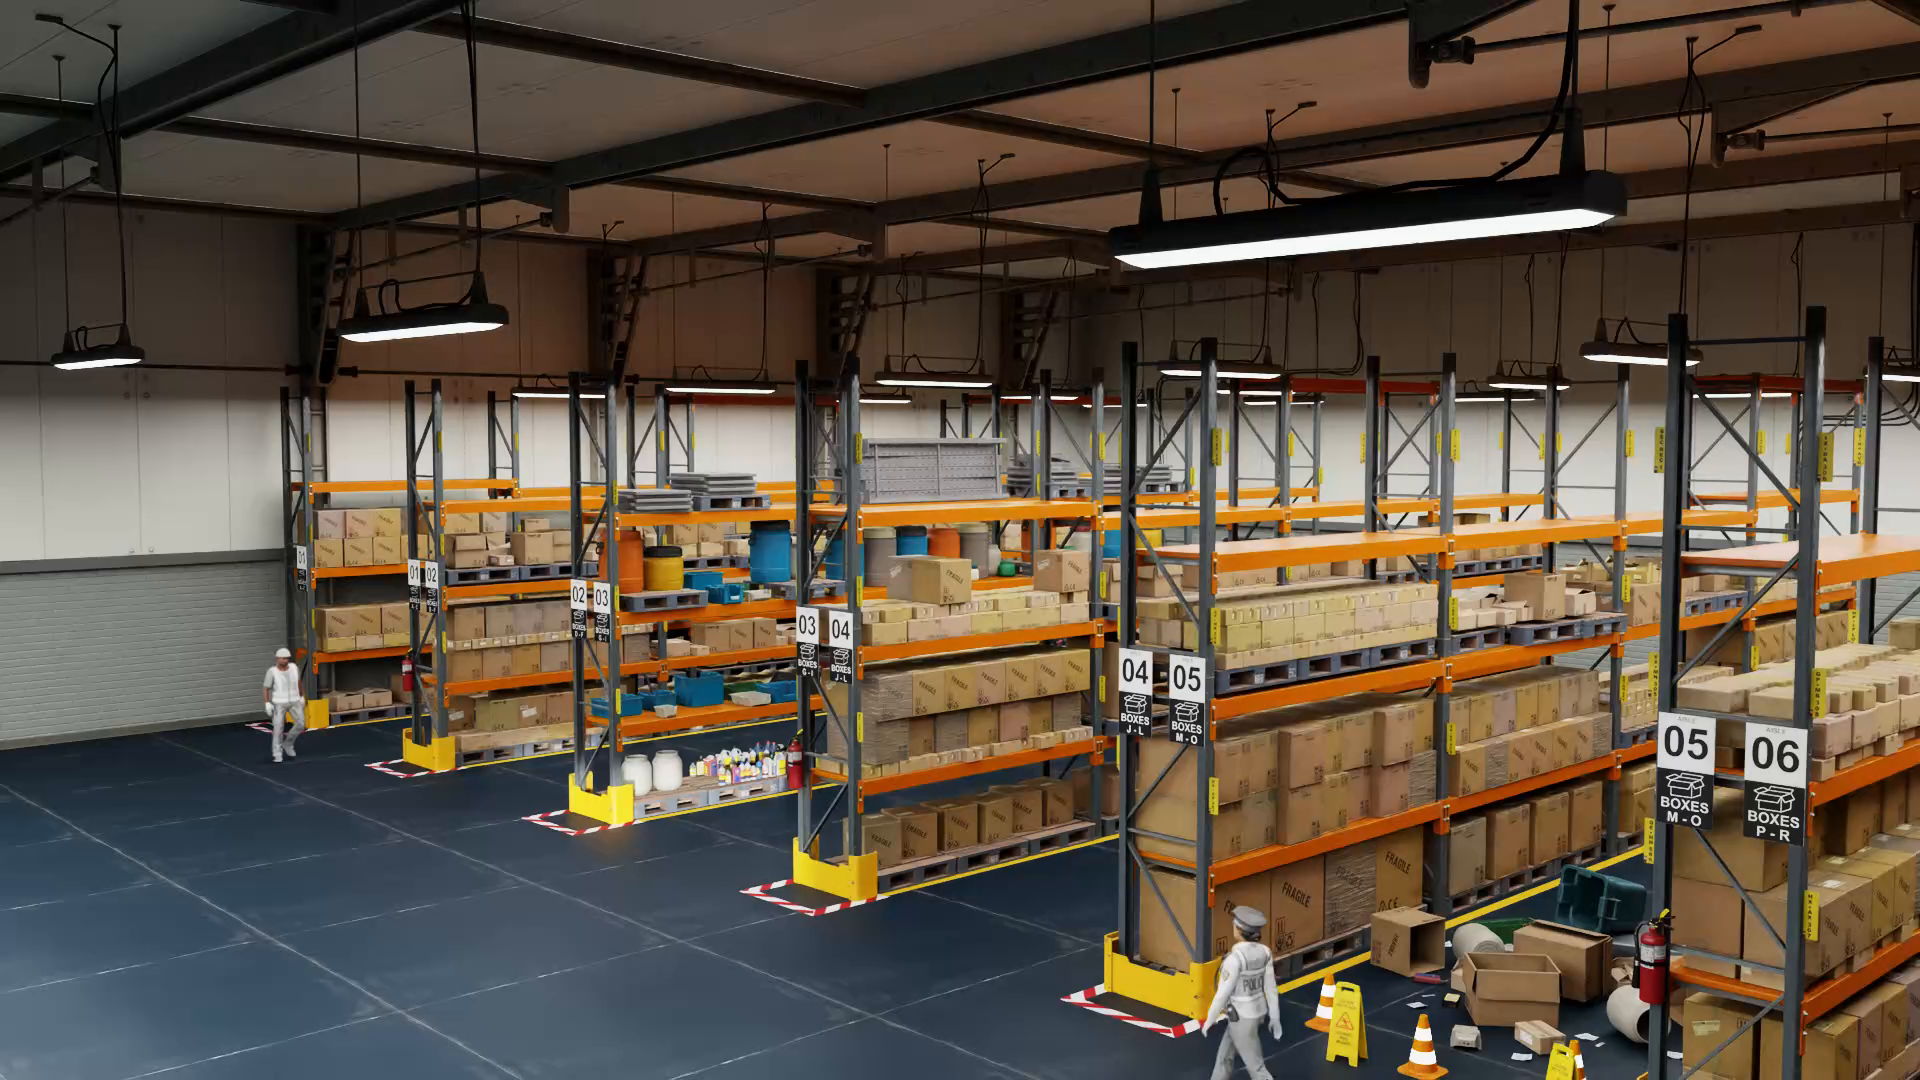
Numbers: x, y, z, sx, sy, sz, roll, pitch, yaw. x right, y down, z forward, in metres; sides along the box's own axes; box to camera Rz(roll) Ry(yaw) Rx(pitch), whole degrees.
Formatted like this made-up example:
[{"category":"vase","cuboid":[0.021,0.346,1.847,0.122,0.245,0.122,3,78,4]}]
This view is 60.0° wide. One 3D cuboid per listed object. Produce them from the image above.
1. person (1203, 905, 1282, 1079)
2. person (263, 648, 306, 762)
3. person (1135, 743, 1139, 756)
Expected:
[{"category":"person","cuboid":[2.075,3.541,12.373,0.978,1.636,0.472,2,4,32]},{"category":"person","cuboid":[-10.687,2.594,26.337,0.705,1.783,0.506,-3,5,-43]},{"category":"person","cuboid":[2.673,2.829,24.880,0.378,1.477,0.460,2,4,27]}]
